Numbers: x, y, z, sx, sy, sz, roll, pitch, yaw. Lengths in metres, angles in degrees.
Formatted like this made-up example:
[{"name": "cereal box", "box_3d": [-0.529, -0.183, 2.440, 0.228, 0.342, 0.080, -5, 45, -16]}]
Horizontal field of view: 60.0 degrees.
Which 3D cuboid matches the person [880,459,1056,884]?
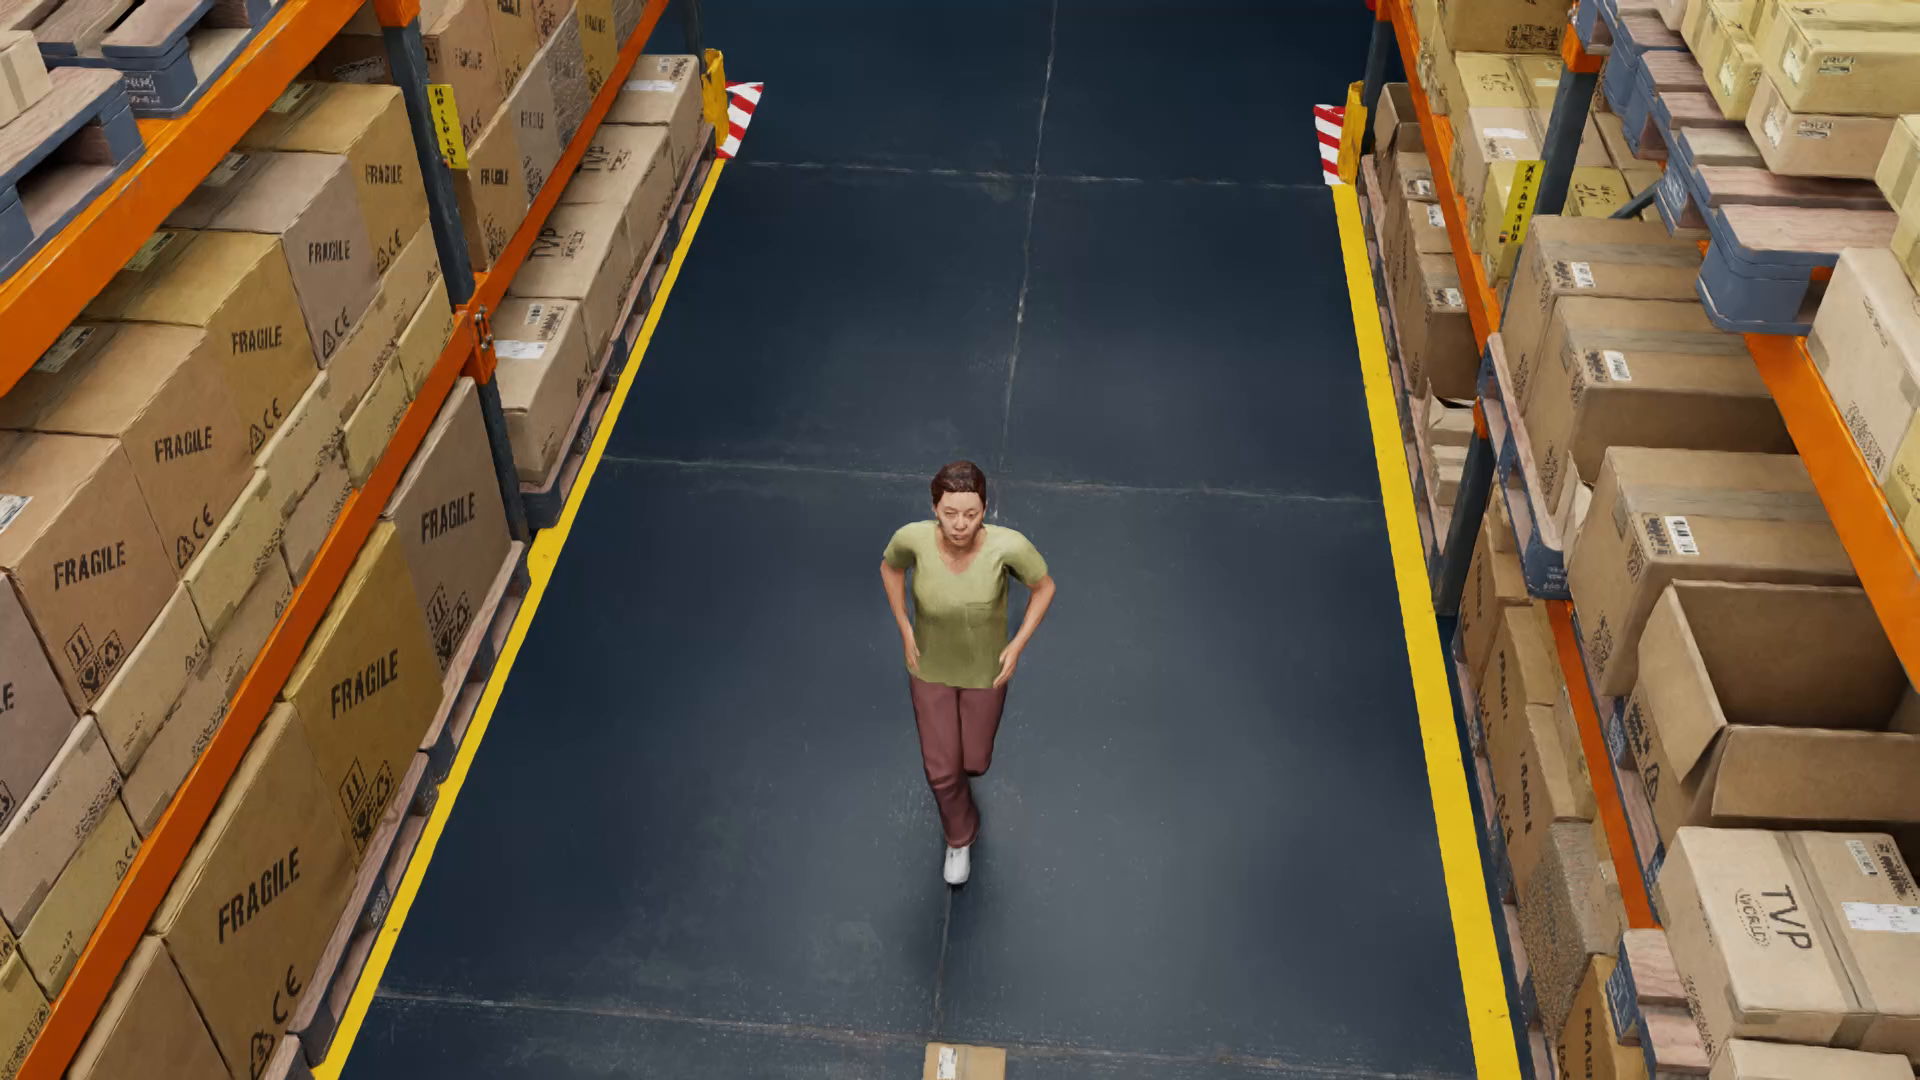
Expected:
[{"name": "person", "box_3d": [0.017, 0.405, 5.690, 0.594, 1.643, 0.693, 4, 40, 4]}]
